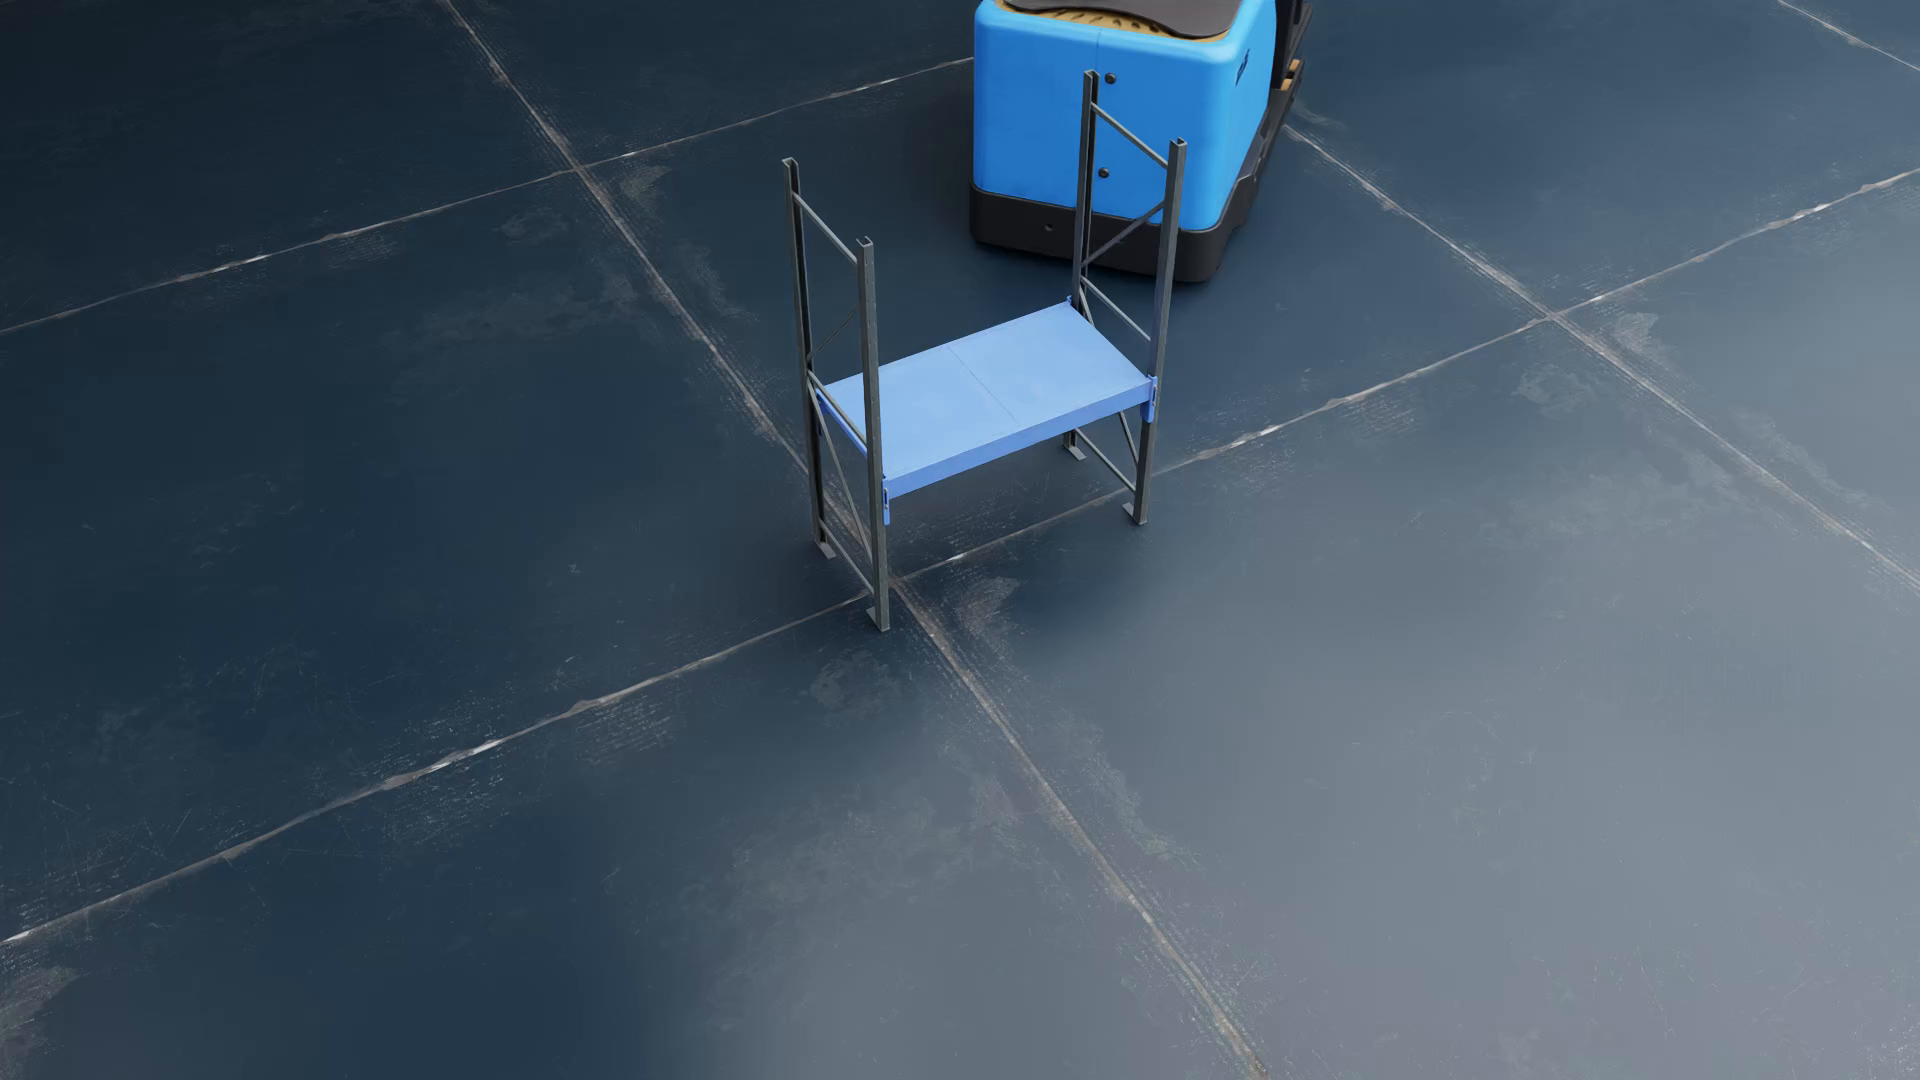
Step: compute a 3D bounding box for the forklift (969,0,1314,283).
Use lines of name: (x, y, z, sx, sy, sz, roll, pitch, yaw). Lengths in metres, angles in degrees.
forklift: (1.004, -3.135, 6.876, 1.130, 2.935, 3.031, 14, 46, 14)

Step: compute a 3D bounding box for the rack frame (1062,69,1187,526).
rack frame: (0.515, -0.744, 5.440, 0.032, 1.500, 0.500, -22, 48, -21)

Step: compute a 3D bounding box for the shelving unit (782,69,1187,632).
shelving unit: (0.074, -0.568, 5.258, 1.048, 1.500, 0.538, -22, 48, -21)

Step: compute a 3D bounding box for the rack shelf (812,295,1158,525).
rack shelf: (0.074, -0.439, 5.383, 1.000, 0.185, 0.538, -22, 48, -21)

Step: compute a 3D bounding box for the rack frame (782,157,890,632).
rack frame: (-0.367, -0.391, 5.076, 0.032, 1.500, 0.500, -22, 48, -21)
